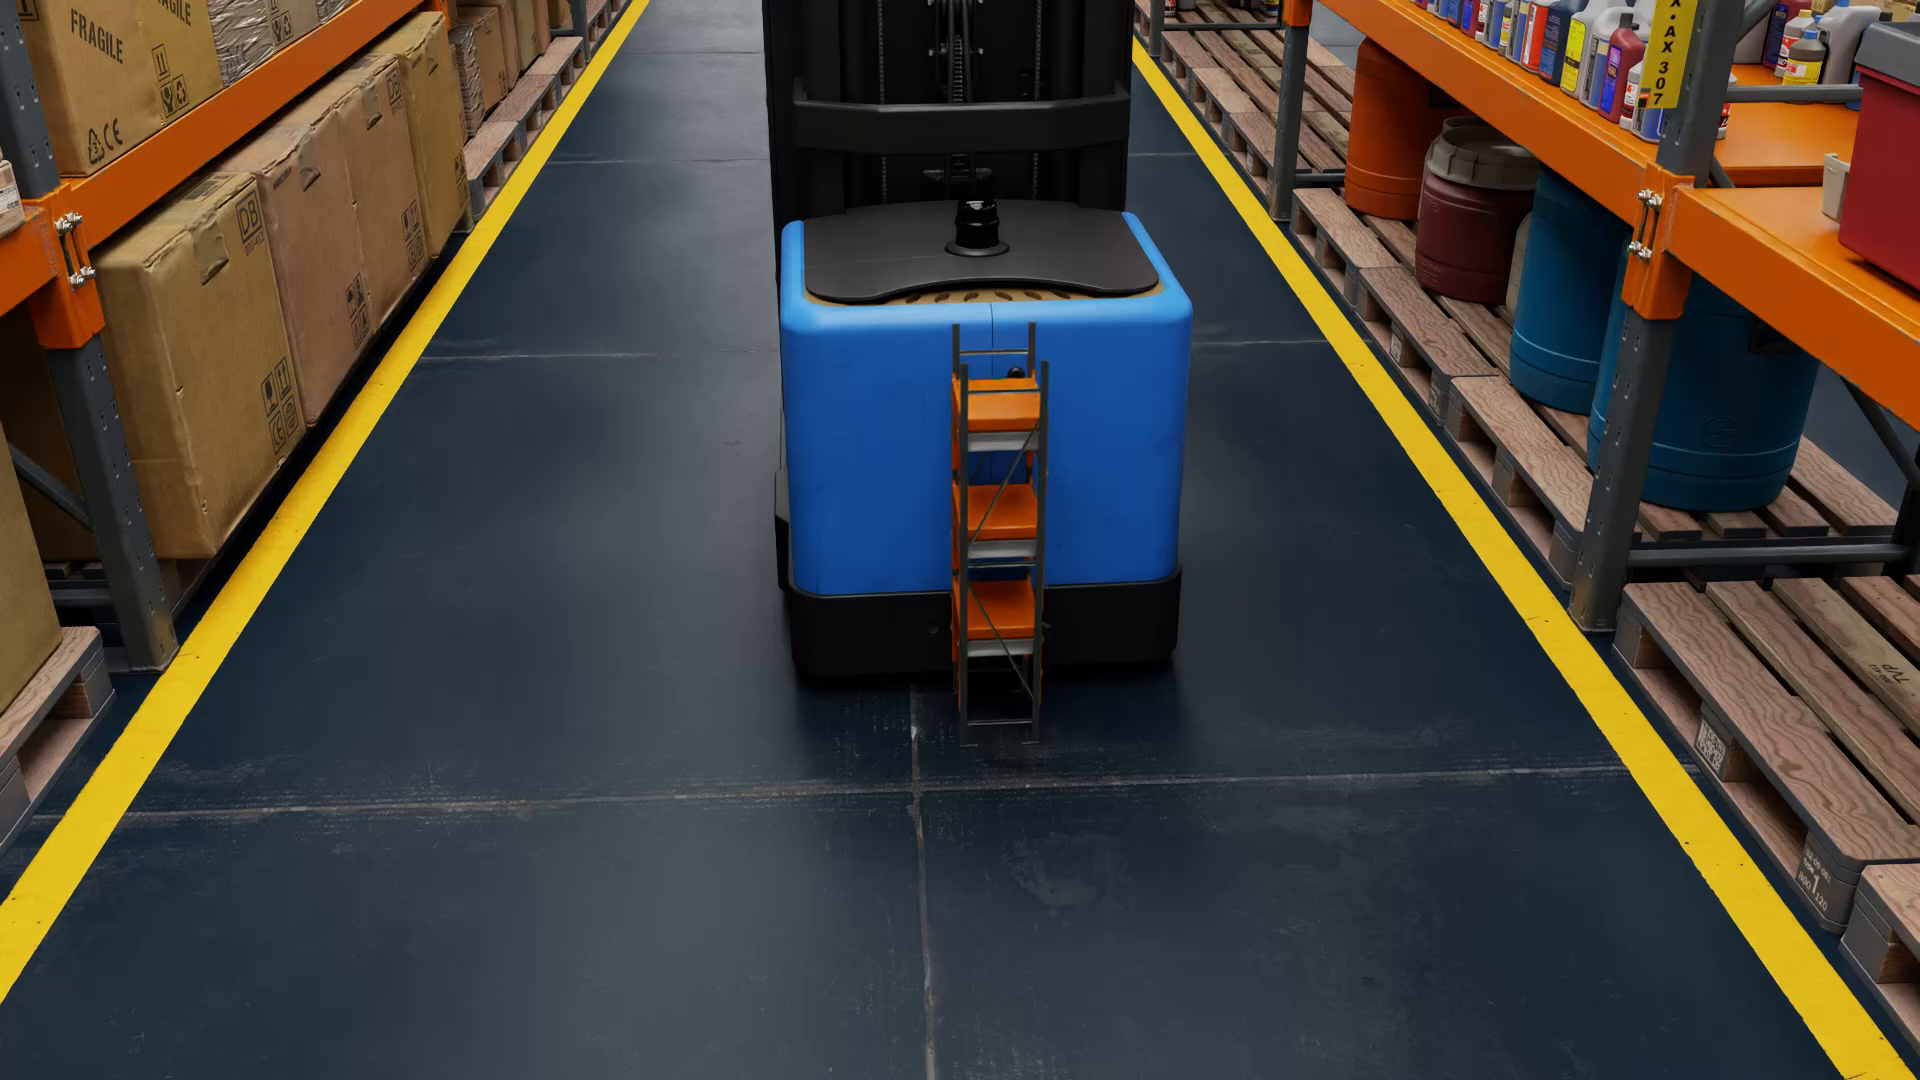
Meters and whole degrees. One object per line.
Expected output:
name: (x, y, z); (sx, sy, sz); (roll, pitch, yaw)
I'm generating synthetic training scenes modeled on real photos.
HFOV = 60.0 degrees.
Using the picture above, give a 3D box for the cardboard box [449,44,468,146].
cardboard box: (-2.943, -2.223, 8.495); (0.700, 0.500, 0.500); (-3, 28, -5)

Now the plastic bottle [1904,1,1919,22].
plastic bottle: (2.570, -1.267, 4.488); (0.144, 0.351, 0.185); (-1, 28, -3)

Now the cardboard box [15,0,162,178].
cardboard box: (-2.453, -1.243, 4.281); (0.500, 0.500, 0.500); (-1, 28, -2)

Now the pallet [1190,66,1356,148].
pallet: (1.996, -2.631, 10.066); (1.003, 0.211, 1.213); (-1, 28, -3)

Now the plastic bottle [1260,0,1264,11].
plastic bottle: (2.260, -4.000, 12.226); (0.097, 0.201, 0.097); (0, 28, 0)

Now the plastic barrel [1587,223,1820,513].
plastic barrel: (2.256, -0.607, 4.985); (0.600, 0.901, 0.708); (-1, 28, -3)

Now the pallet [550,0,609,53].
pallet: (-3.167, -3.747, 12.206); (1.003, 0.211, 1.213); (-1, 28, -3)

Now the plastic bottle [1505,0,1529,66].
plastic bottle: (1.871, -1.682, 5.366); (0.152, 0.276, 0.135); (-1, 28, -3)

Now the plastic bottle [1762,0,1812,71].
plastic bottle: (2.628, -1.637, 5.272); (0.061, 0.283, 0.133); (-1, 28, -3)

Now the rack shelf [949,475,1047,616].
rack shelf: (0.091, 0.012, 4.115); (0.215, 0.259, 0.240); (-2, 28, -5)

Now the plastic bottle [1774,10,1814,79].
plastic bottle: (2.615, -1.547, 5.188); (0.097, 0.201, 0.097); (0, 28, 0)

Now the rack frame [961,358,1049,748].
rack frame: (0.102, 0.058, 4.003); (0.200, 1.050, 0.008); (-2, 28, -5)

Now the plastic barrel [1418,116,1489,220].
plastic barrel: (2.220, -1.546, 7.206); (0.421, 0.512, 0.421); (0, 28, 0)

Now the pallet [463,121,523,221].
pallet: (-2.927, -1.952, 8.764); (1.003, 0.211, 1.213); (-1, 28, -3)

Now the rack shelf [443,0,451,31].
rack shelf: (-2.992, -3.432, 9.364); (1.077, 0.370, 4.000); (-1, 28, -3)

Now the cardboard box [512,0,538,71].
cardboard box: (-3.080, -3.256, 10.477); (0.700, 0.500, 0.500); (-2, 28, -3)

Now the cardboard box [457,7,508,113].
cardboard box: (-3.021, -2.740, 9.488); (0.700, 0.500, 0.500); (1, 28, 2)

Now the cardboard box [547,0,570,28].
cardboard box: (-3.078, -3.938, 11.805); (0.500, 0.500, 0.500); (-2, 28, -4)

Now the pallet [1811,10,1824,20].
pallet: (6.797, -4.044, 12.775); (1.003, 0.211, 1.213); (-1, 28, -3)

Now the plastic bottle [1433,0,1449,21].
plastic bottle: (1.831, -2.044, 6.059); (0.152, 0.276, 0.135); (-1, 28, -3)

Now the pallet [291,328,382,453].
pallet: (-2.861, -0.663, 6.292); (1.003, 0.211, 1.213); (-1, 28, -3)

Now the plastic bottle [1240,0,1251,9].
plastic bottle: (2.120, -4.088, 12.306); (0.061, 0.283, 0.133); (-1, 28, -3)

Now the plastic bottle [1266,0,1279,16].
plastic bottle: (2.271, -3.937, 12.029); (0.097, 0.271, 0.097); (0, 28, 0)

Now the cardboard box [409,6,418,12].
cardboard box: (-2.953, -2.555, 8.321); (0.500, 0.250, 0.500); (0, 28, -1)

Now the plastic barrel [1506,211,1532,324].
plastic barrel: (2.279, -1.024, 6.206); (0.421, 0.512, 0.421); (0, 28, 0)

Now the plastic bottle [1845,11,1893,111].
plastic bottle: (2.638, -1.381, 4.794); (0.097, 0.271, 0.097); (0, 28, 0)

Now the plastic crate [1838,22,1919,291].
plastic crate: (2.063, -0.736, 3.283); (0.402, 0.464, 0.583); (-1, 28, -3)

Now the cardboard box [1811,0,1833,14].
cardboard box: (6.554, -4.088, 12.363); (0.500, 0.250, 0.500); (-1, 28, -3)

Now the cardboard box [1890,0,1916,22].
cardboard box: (6.595, -3.450, 11.141); (0.500, 0.250, 0.500); (-1, 28, -1)

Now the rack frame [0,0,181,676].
rack frame: (-2.679, -0.980, 3.885); (1.000, 3.000, 0.127); (-1, 28, -3)

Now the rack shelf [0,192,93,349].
rack shelf: (-2.575, 0.263, 2.280); (1.077, 0.370, 4.000); (-1, 28, -3)

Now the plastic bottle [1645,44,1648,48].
plastic bottle: (1.944, -1.302, 4.717); (0.097, 0.201, 0.097); (0, 28, 0)

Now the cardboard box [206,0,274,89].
cardboard box: (-2.506, -1.706, 5.169); (0.500, 0.500, 0.500); (-2, 28, -4)

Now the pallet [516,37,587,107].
pallet: (-3.055, -3.078, 10.924); (1.003, 0.211, 1.213); (-1, 28, -3)

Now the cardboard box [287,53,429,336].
cardboard box: (-2.834, -1.340, 6.419); (1.225, 0.875, 0.875); (-1, 28, -2)

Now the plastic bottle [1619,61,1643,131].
plastic bottle: (1.890, -1.238, 4.596); (0.097, 0.201, 0.097); (0, 28, 0)

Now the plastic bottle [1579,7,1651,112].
plastic bottle: (1.905, -1.387, 4.800); (0.152, 0.276, 0.135); (-1, 28, -3)

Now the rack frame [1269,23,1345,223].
rack frame: (2.058, -2.947, 7.656); (1.000, 3.000, 0.127); (-1, 28, -3)

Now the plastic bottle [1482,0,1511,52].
plastic bottle: (1.859, -1.789, 5.571); (0.152, 0.276, 0.135); (-1, 28, -3)

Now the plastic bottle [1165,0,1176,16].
plastic bottle: (1.519, -3.908, 12.050); (0.097, 0.201, 0.097); (0, 28, 0)

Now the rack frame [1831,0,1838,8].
rack frame: (6.796, -4.912, 11.424); (1.000, 3.000, 0.127); (-1, 28, -3)

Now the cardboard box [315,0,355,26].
cardboard box: (-2.564, -2.179, 6.077); (0.500, 0.500, 0.500); (-2, 28, -4)

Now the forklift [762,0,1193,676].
forklift: (-0.057, -1.589, 5.128); (1.130, 2.935, 3.031); (-2, 28, -5)

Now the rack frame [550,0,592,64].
rack frame: (-3.097, -4.674, 10.968); (1.000, 3.000, 0.127); (-1, 28, -3)

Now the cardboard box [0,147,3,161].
cardboard box: (-2.394, -0.848, 3.472); (0.500, 0.250, 0.500); (-2, 28, -4)

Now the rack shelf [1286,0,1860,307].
rack shelf: (2.163, -1.704, 6.052); (1.077, 0.370, 4.000); (-1, 28, -3)

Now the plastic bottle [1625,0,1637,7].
plastic bottle: (2.027, -1.583, 5.095); (0.144, 0.351, 0.185); (-1, 28, -3)

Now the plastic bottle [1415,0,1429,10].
plastic bottle: (1.773, -2.153, 6.260); (0.061, 0.283, 0.133); (-1, 28, -3)

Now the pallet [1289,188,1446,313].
pallet: (2.141, -1.347, 7.605); (1.003, 0.211, 1.213); (-1, 28, -3)

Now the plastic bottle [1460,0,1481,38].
plastic bottle: (1.802, -1.898, 5.773); (0.061, 0.283, 0.133); (-1, 28, -3)

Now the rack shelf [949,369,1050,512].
rack shelf: (0.091, -0.240, 3.984); (0.215, 0.259, 0.240); (-2, 28, -5)

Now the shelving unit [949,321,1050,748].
shelving unit: (0.091, 0.002, 4.110); (0.215, 1.050, 0.252); (-2, 28, -5)

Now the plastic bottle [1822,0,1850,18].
plastic bottle: (2.626, -1.489, 4.999); (0.097, 0.271, 0.097); (0, 28, 0)

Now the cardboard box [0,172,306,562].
cardboard box: (-2.732, -0.519, 4.845); (1.225, 0.875, 0.875); (-1, 28, -2)

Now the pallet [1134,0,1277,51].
pallet: (1.856, -3.869, 12.439); (1.003, 0.211, 1.213); (-1, 28, -3)

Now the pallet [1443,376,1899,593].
pallet: (2.268, -0.220, 5.444); (1.003, 0.211, 1.213); (-1, 28, -3)

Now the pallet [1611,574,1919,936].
pallet: (2.344, 0.476, 4.110); (1.003, 0.211, 1.213); (-1, 28, -3)

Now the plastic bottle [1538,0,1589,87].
plastic bottle: (1.883, -1.580, 5.088); (0.144, 0.351, 0.185); (-1, 28, -3)
